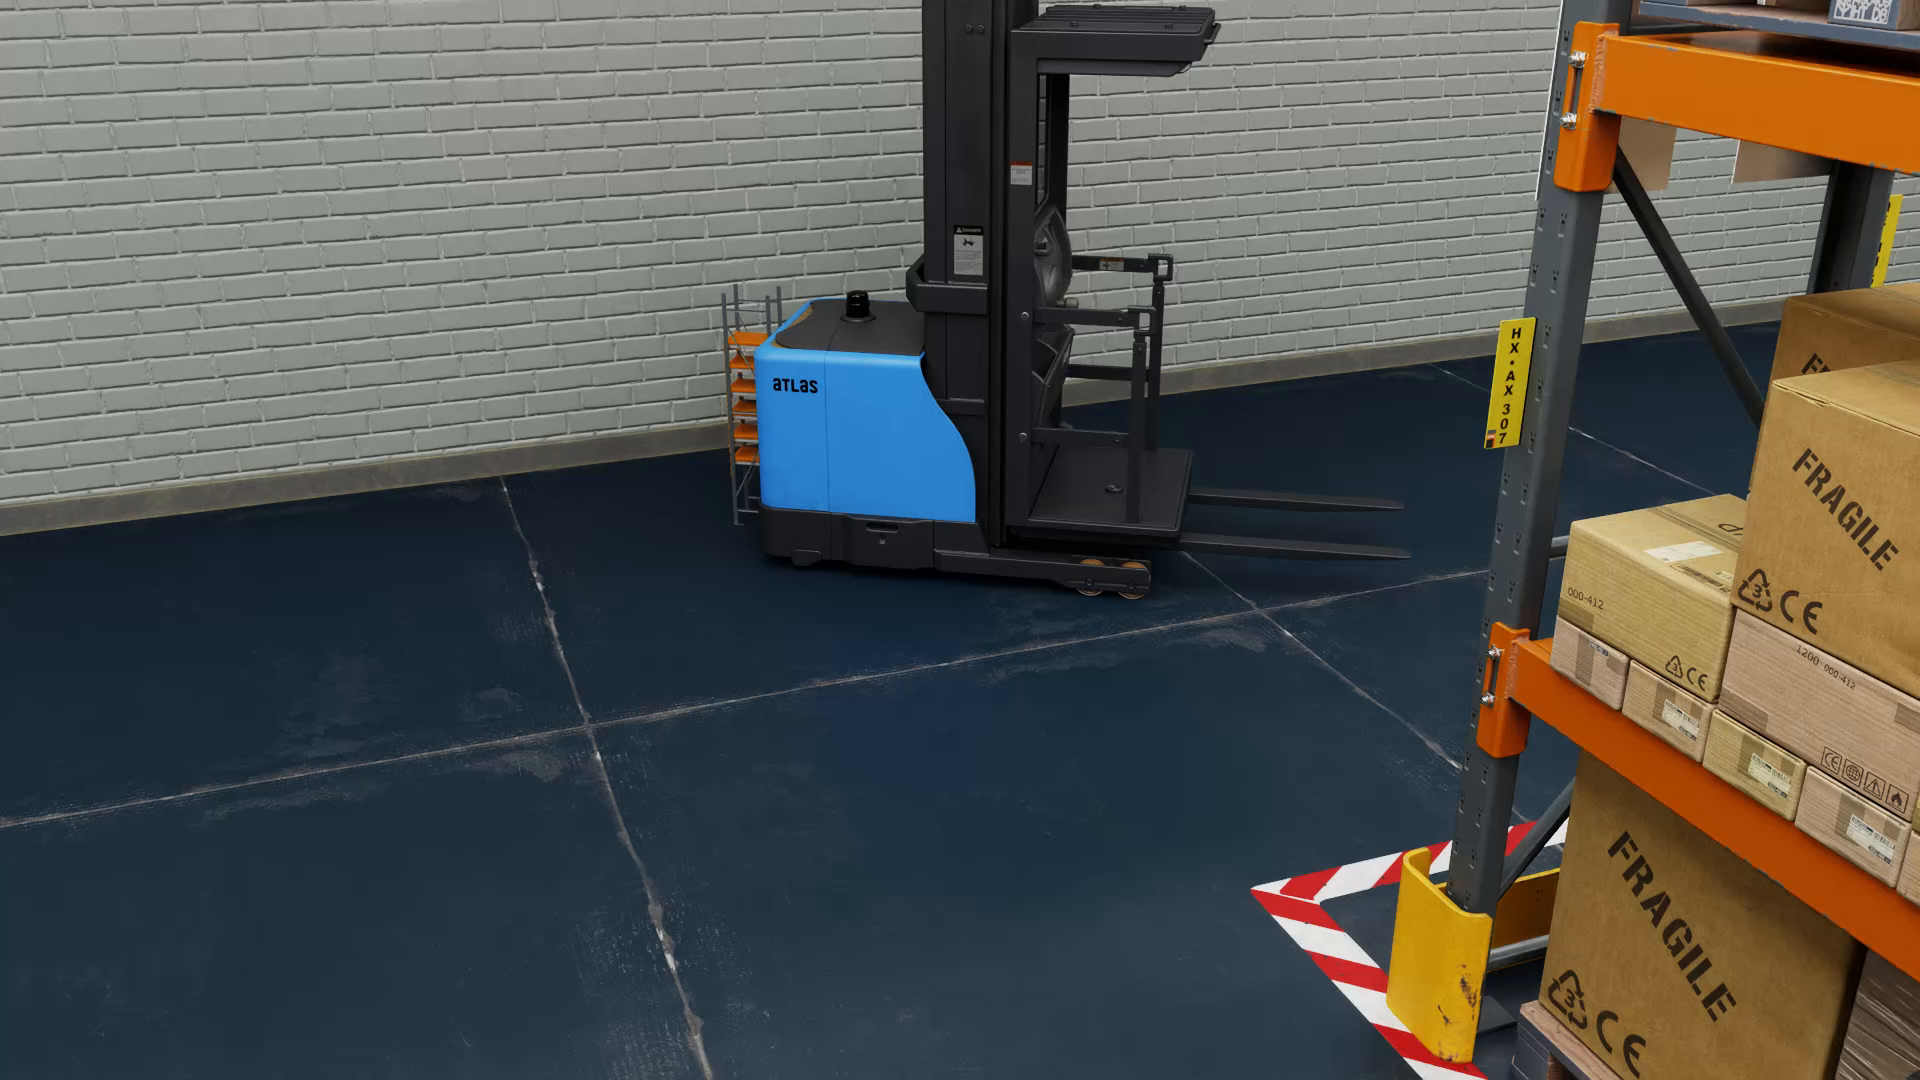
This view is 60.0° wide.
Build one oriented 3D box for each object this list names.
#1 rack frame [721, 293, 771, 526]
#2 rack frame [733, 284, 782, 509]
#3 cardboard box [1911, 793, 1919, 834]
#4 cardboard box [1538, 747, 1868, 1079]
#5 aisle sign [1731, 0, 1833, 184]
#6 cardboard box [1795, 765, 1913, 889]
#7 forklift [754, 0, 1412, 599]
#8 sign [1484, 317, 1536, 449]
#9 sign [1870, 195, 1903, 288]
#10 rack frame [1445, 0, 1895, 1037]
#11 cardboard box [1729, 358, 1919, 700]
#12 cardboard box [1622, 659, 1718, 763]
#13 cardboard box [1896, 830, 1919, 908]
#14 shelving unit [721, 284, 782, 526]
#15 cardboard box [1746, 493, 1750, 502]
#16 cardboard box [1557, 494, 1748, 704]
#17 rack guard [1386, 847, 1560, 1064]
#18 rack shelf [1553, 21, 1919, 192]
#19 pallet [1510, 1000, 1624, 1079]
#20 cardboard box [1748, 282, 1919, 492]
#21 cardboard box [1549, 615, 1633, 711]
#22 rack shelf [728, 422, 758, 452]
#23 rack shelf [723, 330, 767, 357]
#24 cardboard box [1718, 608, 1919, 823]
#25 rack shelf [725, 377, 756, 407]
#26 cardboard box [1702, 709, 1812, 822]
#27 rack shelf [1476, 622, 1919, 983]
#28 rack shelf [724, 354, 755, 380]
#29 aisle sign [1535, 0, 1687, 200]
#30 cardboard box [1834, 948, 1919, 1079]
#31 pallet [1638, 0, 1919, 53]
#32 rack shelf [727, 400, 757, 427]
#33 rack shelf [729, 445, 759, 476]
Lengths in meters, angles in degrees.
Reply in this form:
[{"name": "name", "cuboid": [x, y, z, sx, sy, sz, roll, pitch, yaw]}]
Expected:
[{"name": "rack frame", "cuboid": [-1.025, -0.621, 8.179, 0.240, 1.200, 0.006, 4, 23, 10]}, {"name": "rack frame", "cuboid": [-0.991, -0.691, 8.344, 0.240, 1.200, 0.006, 4, 23, 10]}, {"name": "cardboard box", "cuboid": [2.151, 0.493, 3.028, 0.500, 0.250, 0.500, -9, 25, -21]}, {"name": "cardboard box", "cuboid": [2.171, 0.986, 4.244, 0.875, 0.875, 0.875, -8, 24, -19]}, {"name": "aisle sign", "cuboid": [2.125, -1.286, 4.093, 0.394, 0.787, 0.004, -8, 24, -19]}, {"name": "cardboard box", "cuboid": [1.963, 0.549, 3.408, 0.380, 0.149, 0.250, -9, 24, -20]}, {"name": "forklift", "cuboid": [0.611, -1.305, 7.571, 3.031, 2.935, 1.130, 4, 23, 10]}, {"name": "sign", "cuboid": [1.349, -0.383, 4.079, 0.100, 0.325, 0.005, -8, 24, -19]}, {"name": "sign", "cuboid": [2.382, -0.733, 4.332, 0.100, 0.325, 0.005, -8, 24, -19]}, {"name": "rack frame", "cuboid": [1.870, -0.021, 4.438, 1.000, 3.000, 0.127, -8, 24, -19]}, {"name": "cardboard box", "cuboid": [1.964, -0.042, 3.331, 0.500, 0.500, 0.500, -9, 24, -20]}, {"name": "cardboard box", "cuboid": [1.779, 0.362, 3.853, 0.380, 0.149, 0.250, -9, 24, -20]}, {"name": "cardboard box", "cuboid": [2.051, 0.642, 3.188, 0.380, 0.149, 0.250, -9, 24, -20]}, {"name": "shelving unit", "cuboid": [-1.008, -0.656, 8.262, 0.258, 1.200, 0.189, 4, 23, 10]}, {"name": "cardboard box", "cuboid": [2.289, 0.050, 4.078, 0.500, 0.250, 0.500, -9, 24, -20]}, {"name": "cardboard box", "cuboid": [1.787, 0.122, 3.908, 0.500, 0.250, 0.500, -9, 24, -20]}, {"name": "rack guard", "cuboid": [1.861, 1.122, 4.945, 1.175, 0.500, 0.348, -8, 24, -19]}, {"name": "rack shelf", "cuboid": [2.576, -0.345, 2.271, 1.077, 0.370, 4.000, -8, 24, -19]}, {"name": "pallet", "cuboid": [2.226, 1.544, 4.316, 1.003, 0.211, 1.213, -8, 24, -19]}, {"name": "cardboard box", "cuboid": [2.288, -0.294, 3.930, 0.500, 0.500, 0.500, -8, 24, -18]}, {"name": "cardboard box", "cuboid": [1.687, 0.269, 4.074, 0.380, 0.149, 0.250, -8, 24, -18]}, {"name": "rack shelf", "cuboid": [-1.008, -0.505, 8.326, 0.258, 0.103, 0.180, 4, 23, 10]}, {"name": "rack shelf", "cuboid": [-1.008, -0.947, 8.139, 0.258, 0.103, 0.180, 4, 23, 10]}, {"name": "cardboard box", "cuboid": [1.977, 0.310, 3.462, 0.500, 0.250, 0.500, -9, 24, -20]}, {"name": "rack shelf", "cuboid": [-1.008, -0.726, 8.232, 0.258, 0.103, 0.180, 4, 23, 10]}, {"name": "cardboard box", "cuboid": [1.869, 0.455, 3.632, 0.380, 0.149, 0.250, -9, 24, -20]}, {"name": "rack shelf", "cuboid": [2.576, 1.037, 2.854, 1.077, 0.370, 4.000, -8, 24, -19]}, {"name": "rack shelf", "cuboid": [-1.008, -0.836, 8.186, 0.258, 0.103, 0.180, 4, 23, 10]}, {"name": "aisle sign", "cuboid": [1.564, -1.204, 3.898, 0.394, 0.787, 0.004, -8, 24, -19]}, {"name": "cardboard box", "cuboid": [2.492, 1.317, 3.459, 0.875, 0.875, 0.875, -8, 24, -19]}, {"name": "pallet", "cuboid": [2.142, -1.095, 3.237, 1.003, 0.211, 1.213, -8, 24, -19]}, {"name": "rack shelf", "cuboid": [-1.008, -0.615, 8.279, 0.258, 0.103, 0.180, 4, 23, 10]}, {"name": "rack shelf", "cuboid": [-1.008, -0.394, 8.372, 0.258, 0.103, 0.180, 4, 23, 10]}]
